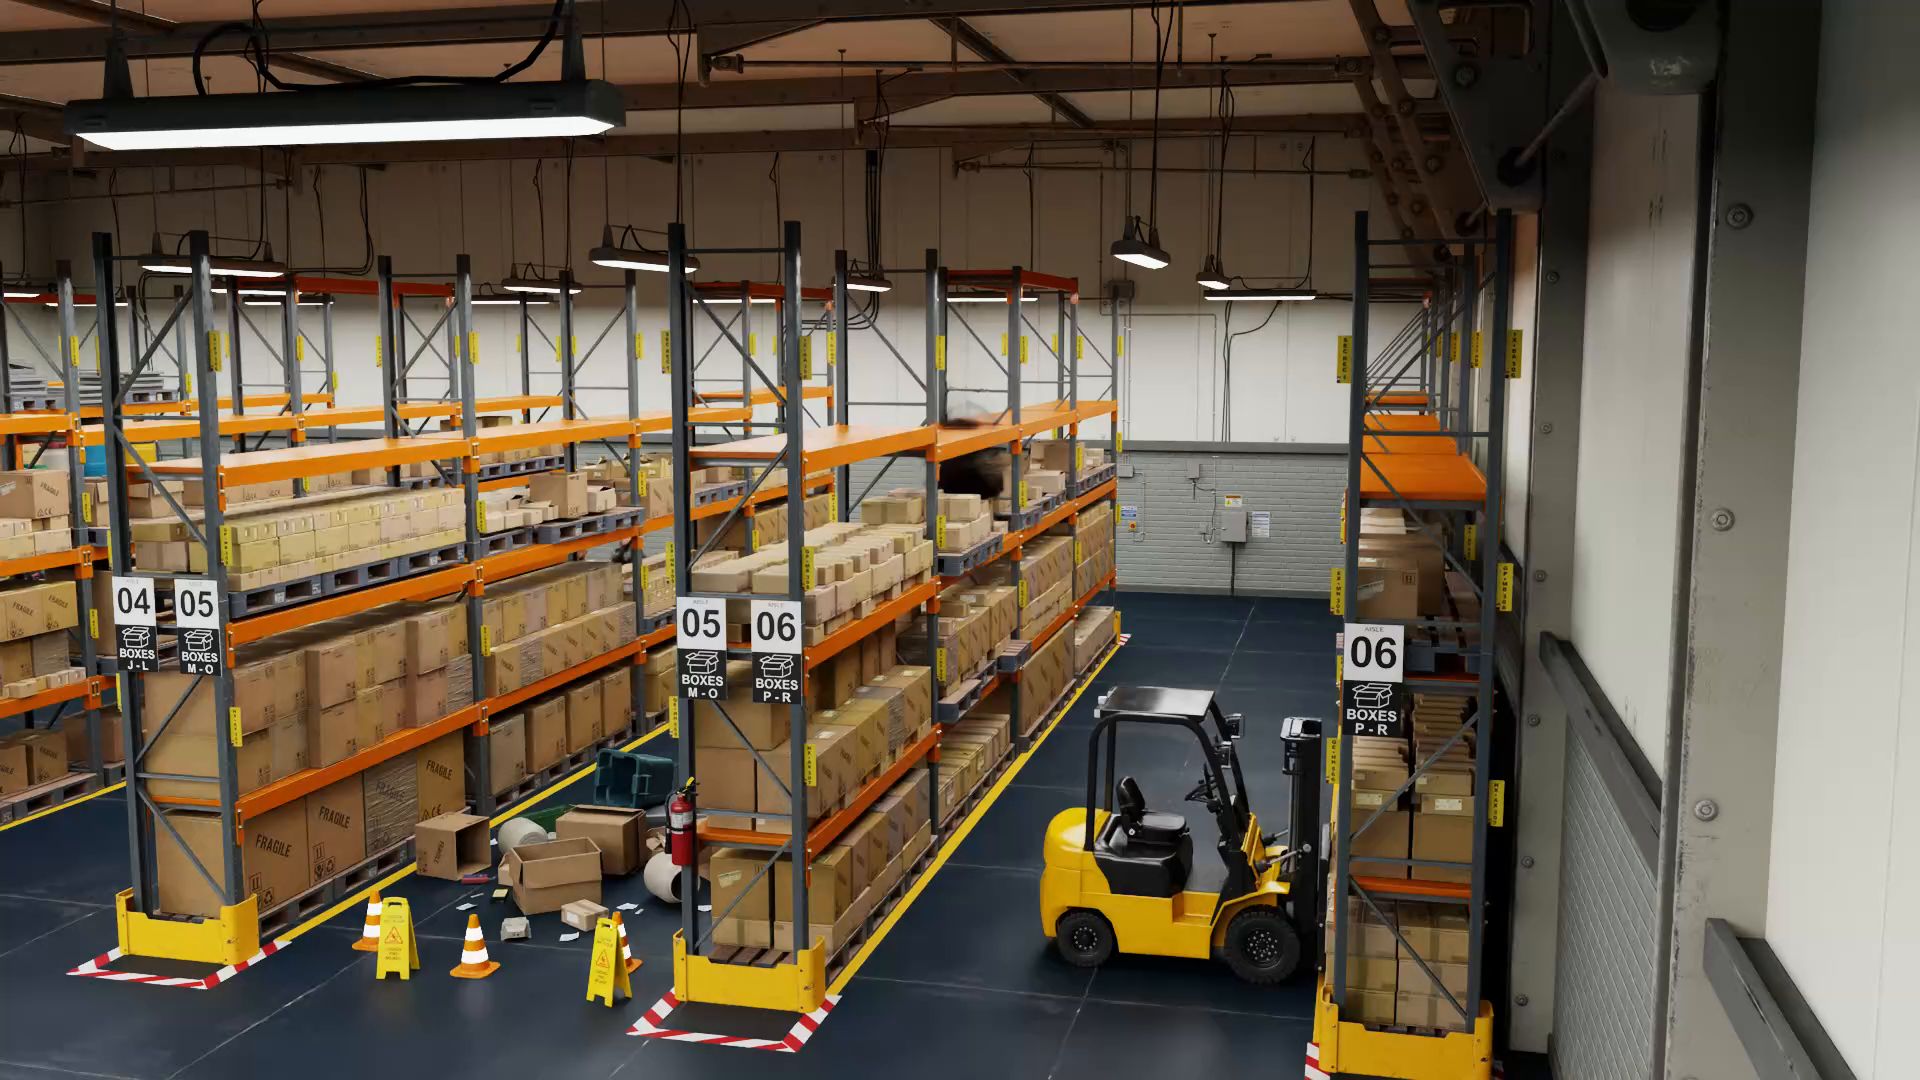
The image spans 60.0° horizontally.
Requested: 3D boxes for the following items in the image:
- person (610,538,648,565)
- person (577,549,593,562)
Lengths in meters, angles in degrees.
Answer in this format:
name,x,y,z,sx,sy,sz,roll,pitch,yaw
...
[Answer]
name,x,y,z,sx,sy,sz,roll,pitch,yaw
person,-5.931,0.718,29.758,0.694,1.656,0.554,0,7,-1
person,-6.312,0.922,27.760,0.654,1.737,0.622,1,7,7
